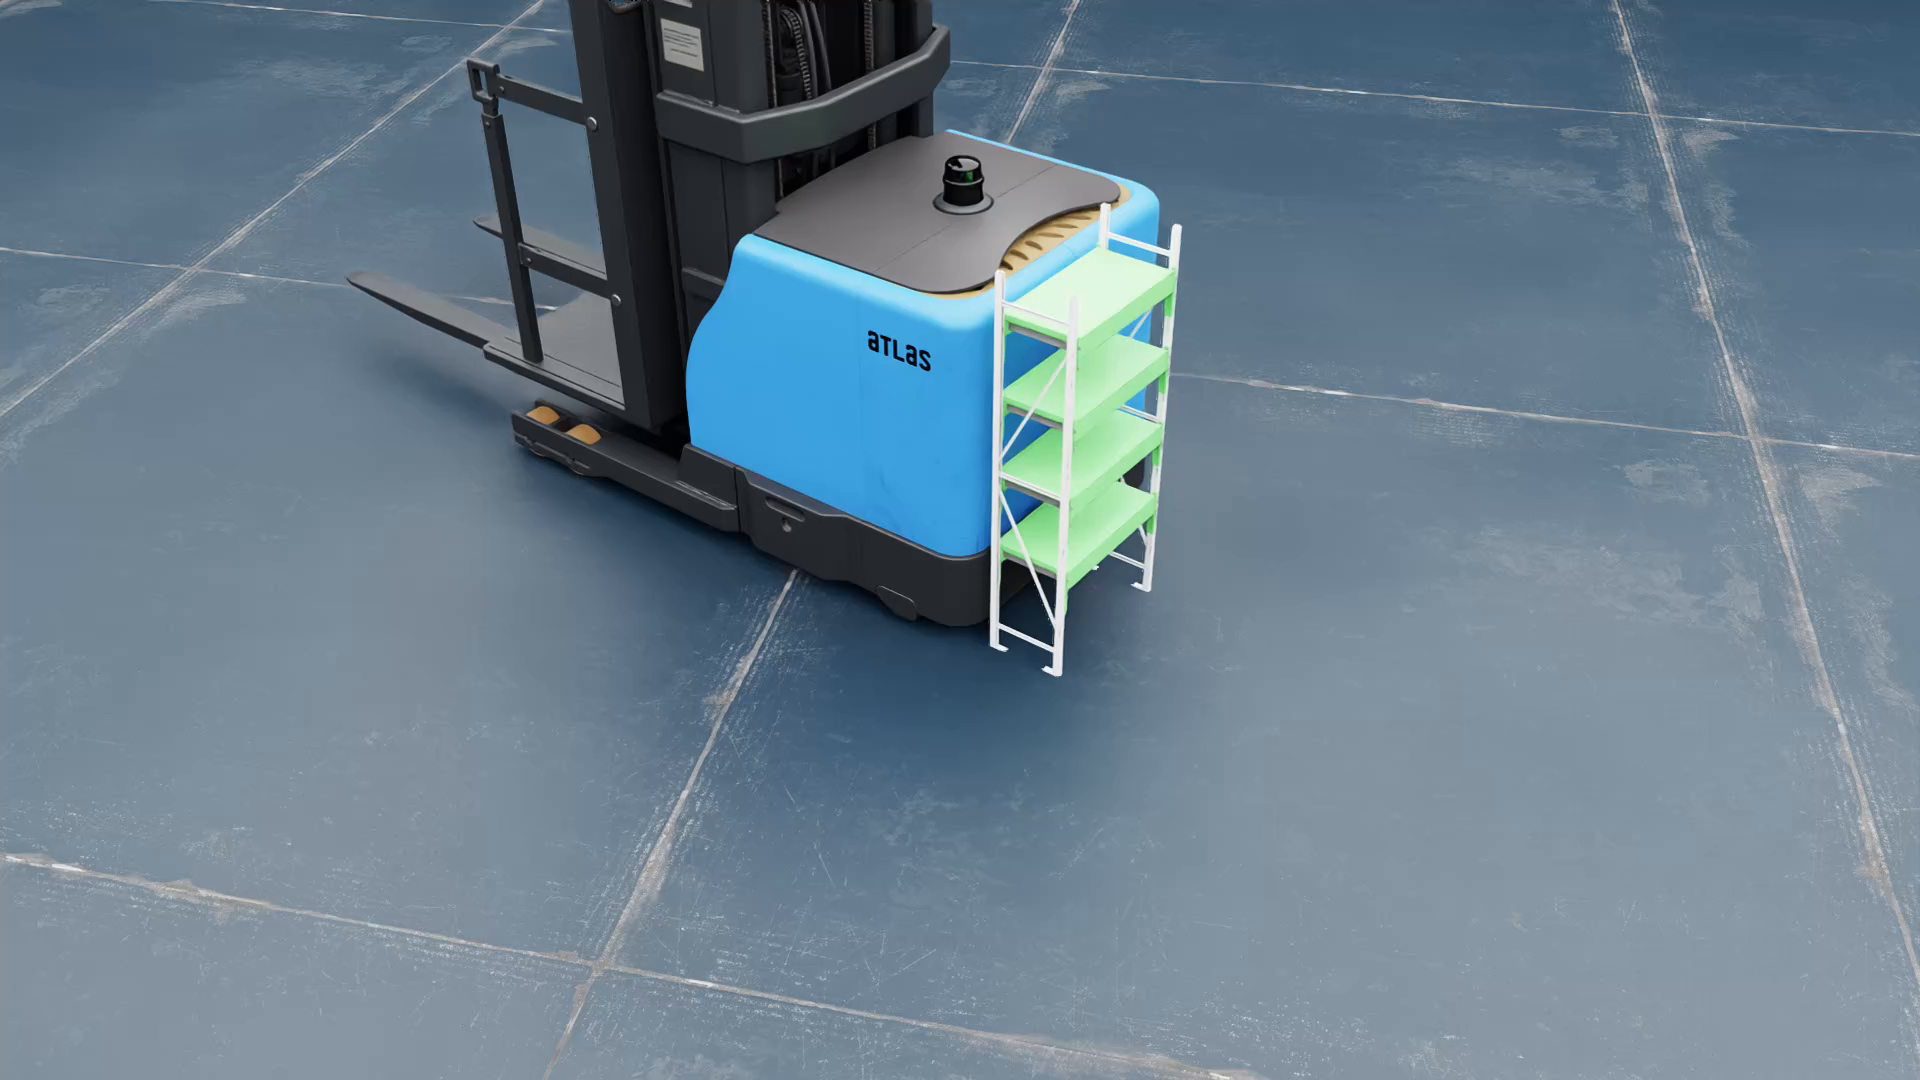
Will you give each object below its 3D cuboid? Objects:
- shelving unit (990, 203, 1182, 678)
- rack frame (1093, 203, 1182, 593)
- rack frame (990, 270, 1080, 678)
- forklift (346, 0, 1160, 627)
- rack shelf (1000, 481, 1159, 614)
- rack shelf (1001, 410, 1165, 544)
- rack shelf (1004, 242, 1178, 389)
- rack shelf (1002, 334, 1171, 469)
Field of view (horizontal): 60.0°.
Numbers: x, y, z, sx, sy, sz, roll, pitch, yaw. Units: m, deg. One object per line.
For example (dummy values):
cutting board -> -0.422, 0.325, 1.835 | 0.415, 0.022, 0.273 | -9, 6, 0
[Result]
shelving unit -> 0.332, -0.256, 4.580 | 0.258, 1.200, 0.503 | 23, 42, 29
rack frame -> 0.477, -0.371, 4.739 | 0.240, 1.200, 0.015 | 23, 42, 29
rack frame -> 0.188, -0.140, 4.421 | 0.240, 1.200, 0.015 | 23, 42, 29
forklift -> -0.890, -1.628, 4.999 | 3.031, 2.935, 1.130 | 23, 42, 29
rack shelf -> 0.332, -0.010, 4.759 | 0.258, 0.148, 0.480 | 23, 42, 29
rack shelf -> 0.332, -0.204, 4.618 | 0.258, 0.148, 0.480 | 23, 42, 29
rack shelf -> 0.332, -0.593, 4.336 | 0.258, 0.148, 0.480 | 23, 42, 29
rack shelf -> 0.332, -0.398, 4.477 | 0.258, 0.148, 0.480 | 23, 42, 29
